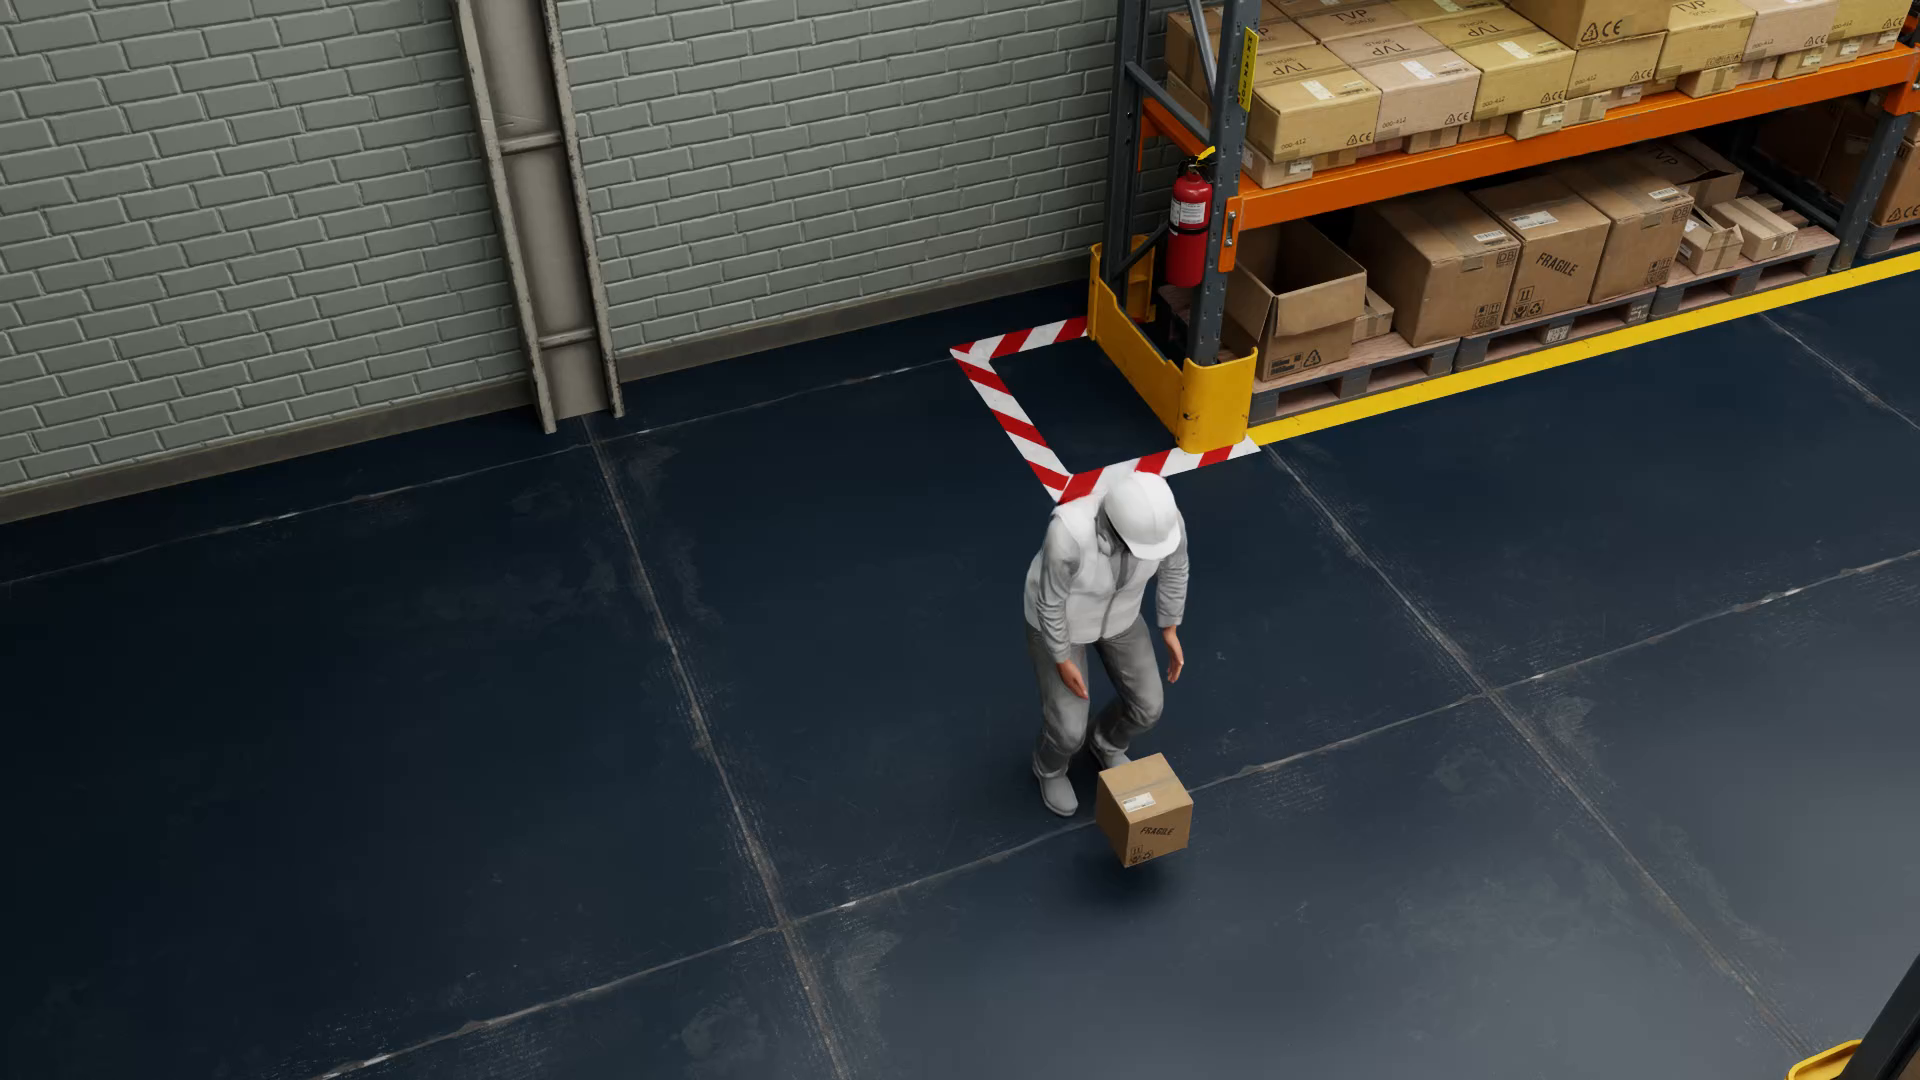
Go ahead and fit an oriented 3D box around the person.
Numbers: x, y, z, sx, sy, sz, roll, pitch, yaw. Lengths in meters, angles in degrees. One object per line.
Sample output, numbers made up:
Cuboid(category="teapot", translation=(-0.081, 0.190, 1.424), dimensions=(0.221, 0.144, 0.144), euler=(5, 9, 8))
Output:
Cuboid(category="person", translation=(0.519, 0.313, 5.903), dimensions=(0.581, 1.628, 0.604), euler=(-15, 44, -16))
